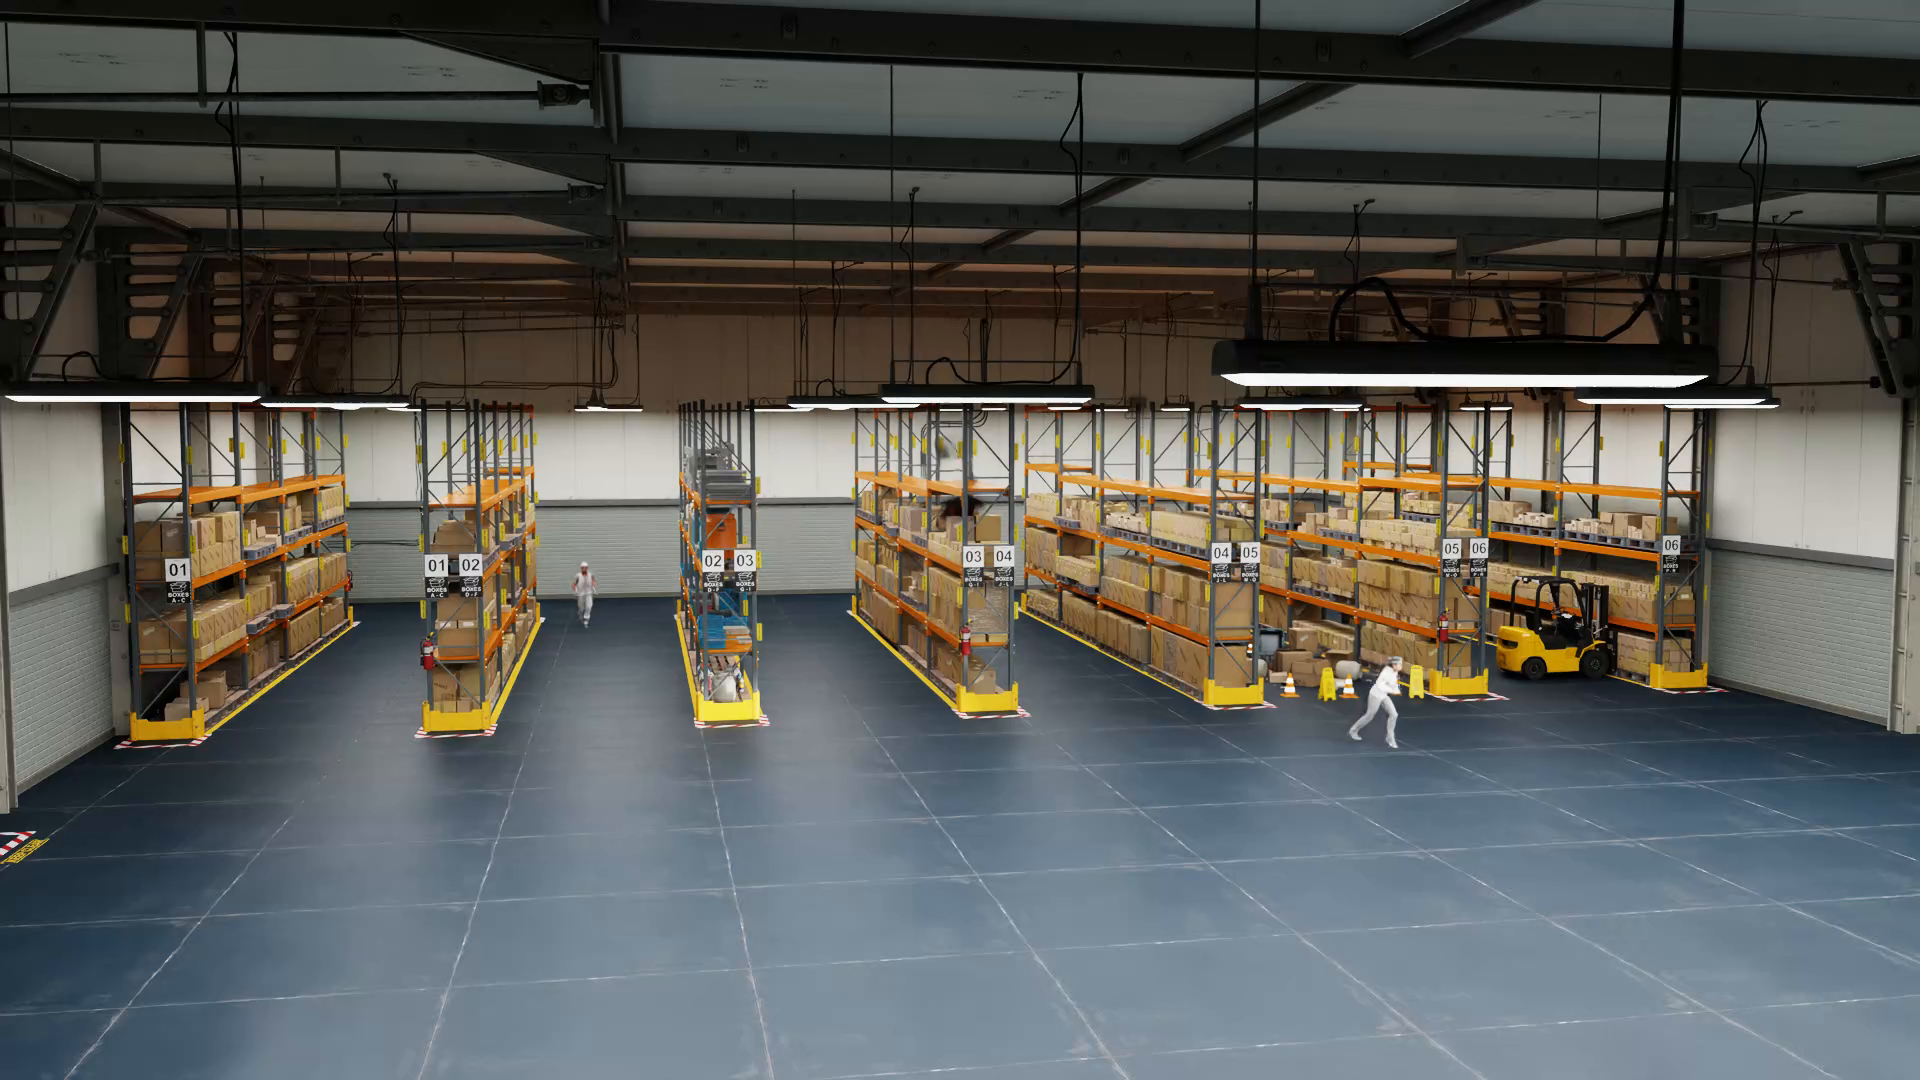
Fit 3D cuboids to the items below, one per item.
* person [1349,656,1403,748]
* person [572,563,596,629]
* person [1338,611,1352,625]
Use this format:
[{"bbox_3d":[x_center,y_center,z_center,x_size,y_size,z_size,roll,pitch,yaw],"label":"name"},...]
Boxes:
[{"bbox_3d":[7.209,2.788,28.801,0.955,1.624,0.656,3,5,36],"label":"person"},{"bbox_3d":[-10.122,1.485,44.828,0.677,1.768,0.795,-2,5,-25],"label":"person"},{"bbox_3d":[10.266,1.544,44.336,0.654,1.712,0.811,-1,4,-9],"label":"person"}]
